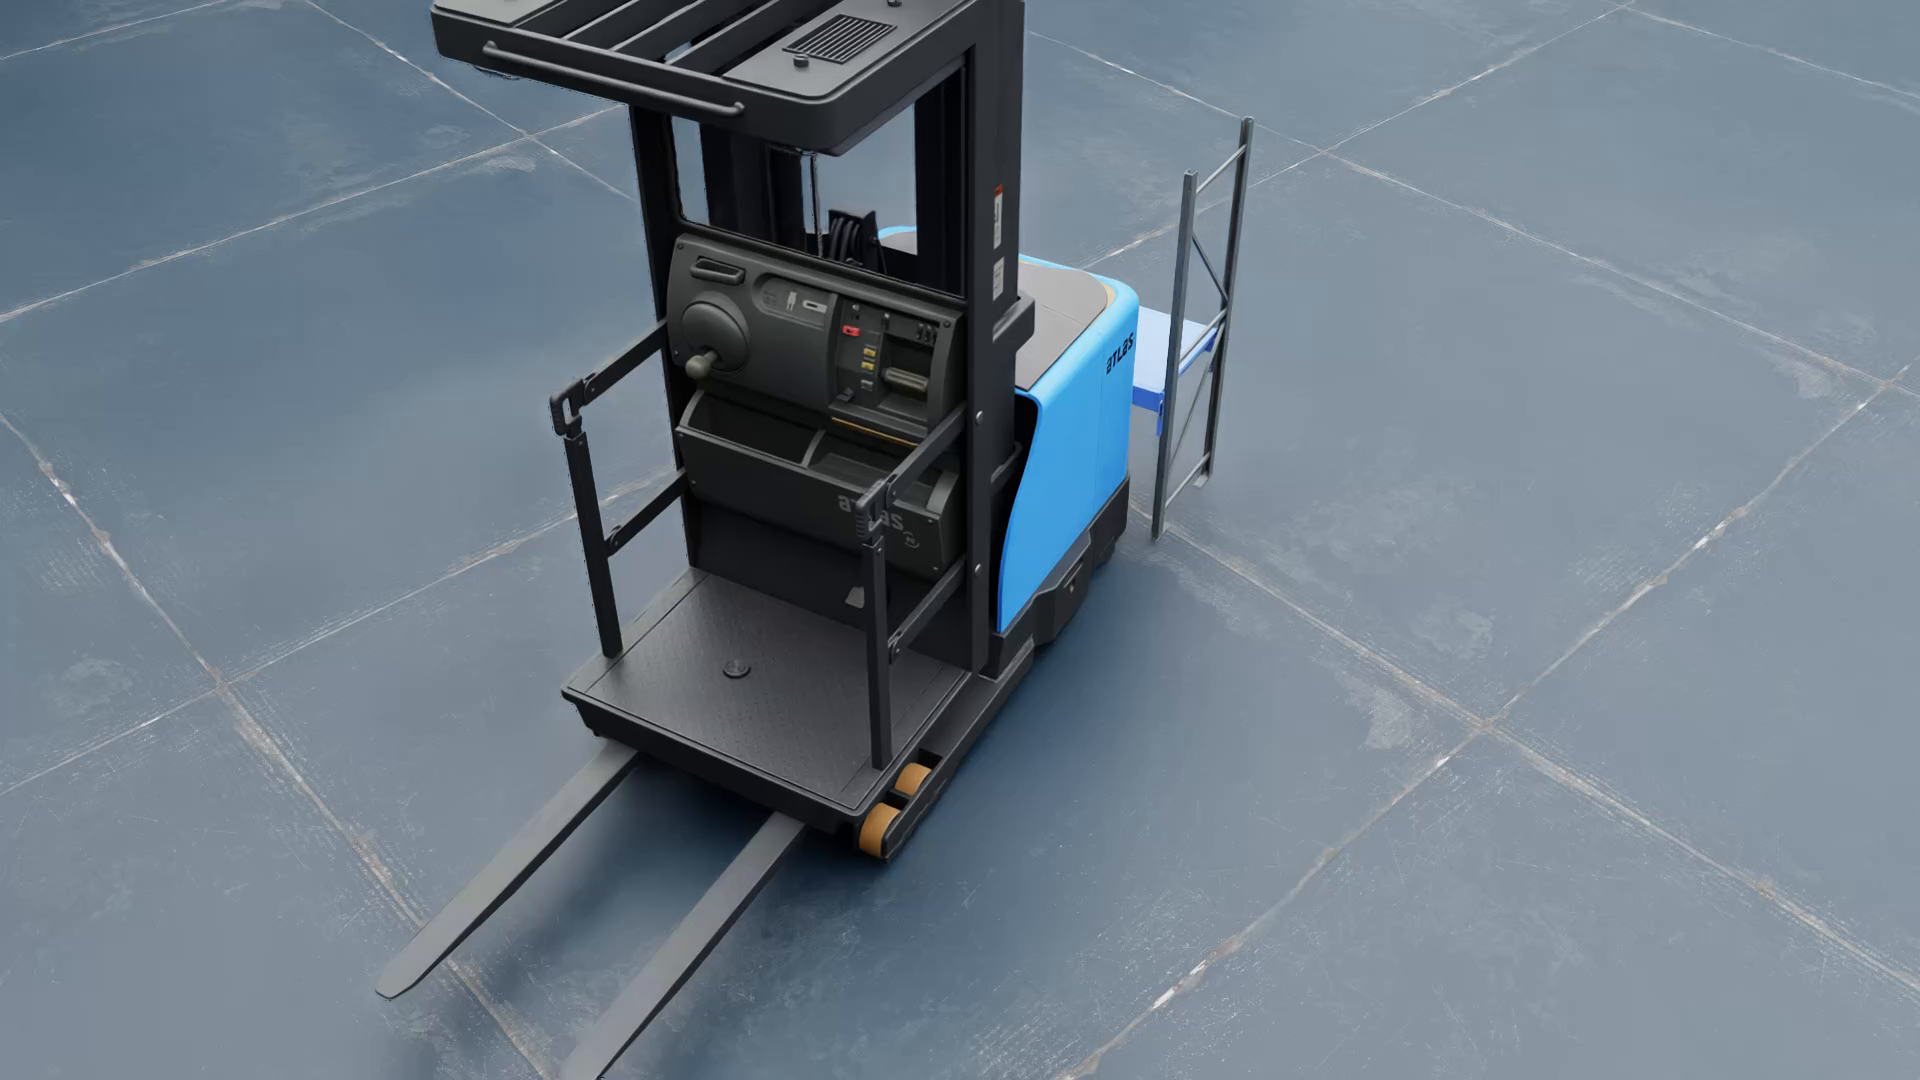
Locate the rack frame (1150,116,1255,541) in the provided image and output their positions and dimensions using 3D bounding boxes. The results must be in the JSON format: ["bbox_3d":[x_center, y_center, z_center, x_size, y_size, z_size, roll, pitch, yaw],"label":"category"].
[{"bbox_3d":[0.857,-0.718,5.945,0.032,1.500,0.500,21,43,24],"label":"rack frame"}]

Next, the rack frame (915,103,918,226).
[{"bbox_3d":[-0.014,-1.047,6.353,0.032,1.500,0.500,21,43,24],"label":"rack frame"}]

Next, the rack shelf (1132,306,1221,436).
[{"bbox_3d":[0.422,-0.743,6.262,1.000,0.185,0.538,21,43,24],"label":"rack shelf"}]

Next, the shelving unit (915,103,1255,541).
[{"bbox_3d":[0.422,-0.883,6.149,1.048,1.500,0.538,21,43,24],"label":"shelving unit"}]

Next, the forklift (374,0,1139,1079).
[{"bbox_3d":[-0.533,-0.502,4.539,1.130,2.935,3.031,19,43,22],"label":"forklift"}]
